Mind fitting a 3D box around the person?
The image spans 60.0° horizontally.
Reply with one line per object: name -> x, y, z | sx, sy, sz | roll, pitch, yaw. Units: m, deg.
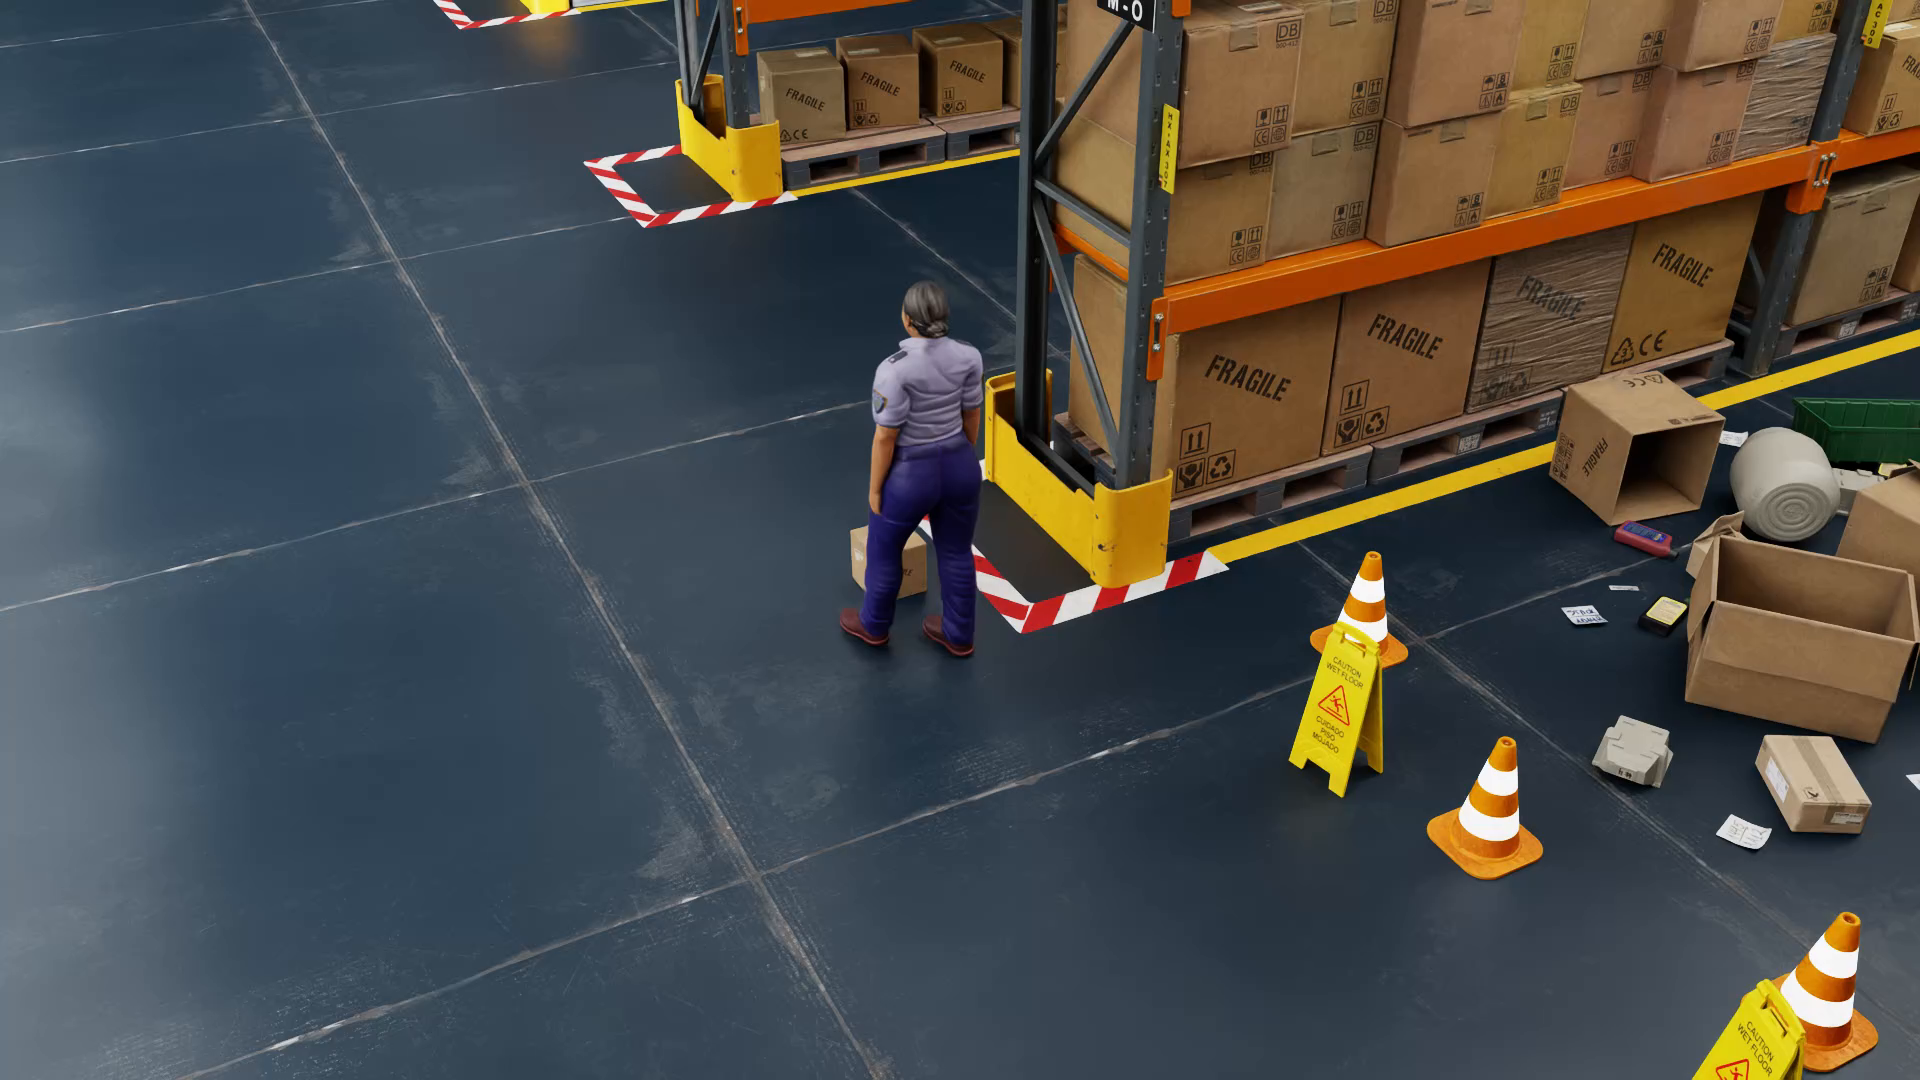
person -> -0.193, -0.290, 6.580 | 0.504, 1.648, 0.530 | -17, 37, -24
